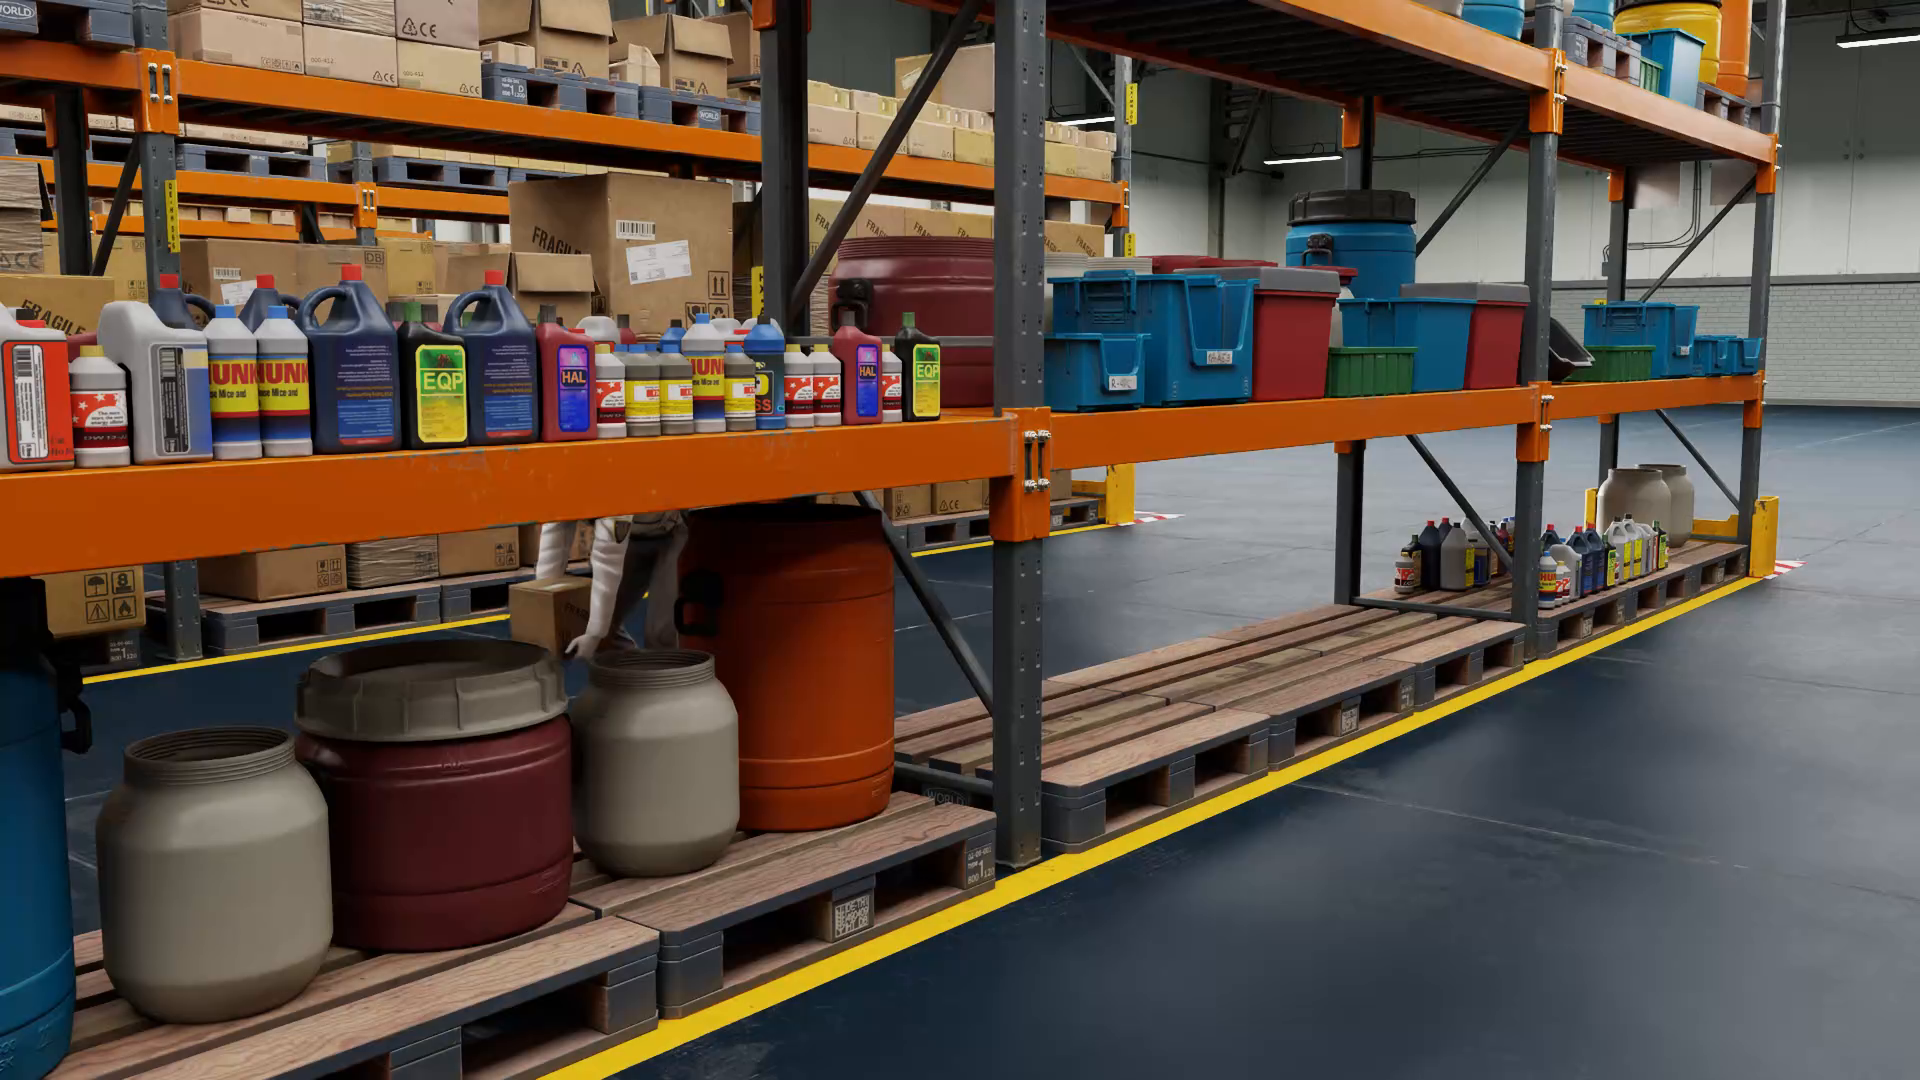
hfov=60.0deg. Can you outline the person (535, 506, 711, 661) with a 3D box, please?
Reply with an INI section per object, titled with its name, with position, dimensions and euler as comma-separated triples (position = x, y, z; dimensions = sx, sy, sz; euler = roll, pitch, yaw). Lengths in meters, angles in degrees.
[person]
position = -1.281, 0.178, 6.054
dimensions = 0.423, 1.240, 0.897
euler = 5, 8, 36
